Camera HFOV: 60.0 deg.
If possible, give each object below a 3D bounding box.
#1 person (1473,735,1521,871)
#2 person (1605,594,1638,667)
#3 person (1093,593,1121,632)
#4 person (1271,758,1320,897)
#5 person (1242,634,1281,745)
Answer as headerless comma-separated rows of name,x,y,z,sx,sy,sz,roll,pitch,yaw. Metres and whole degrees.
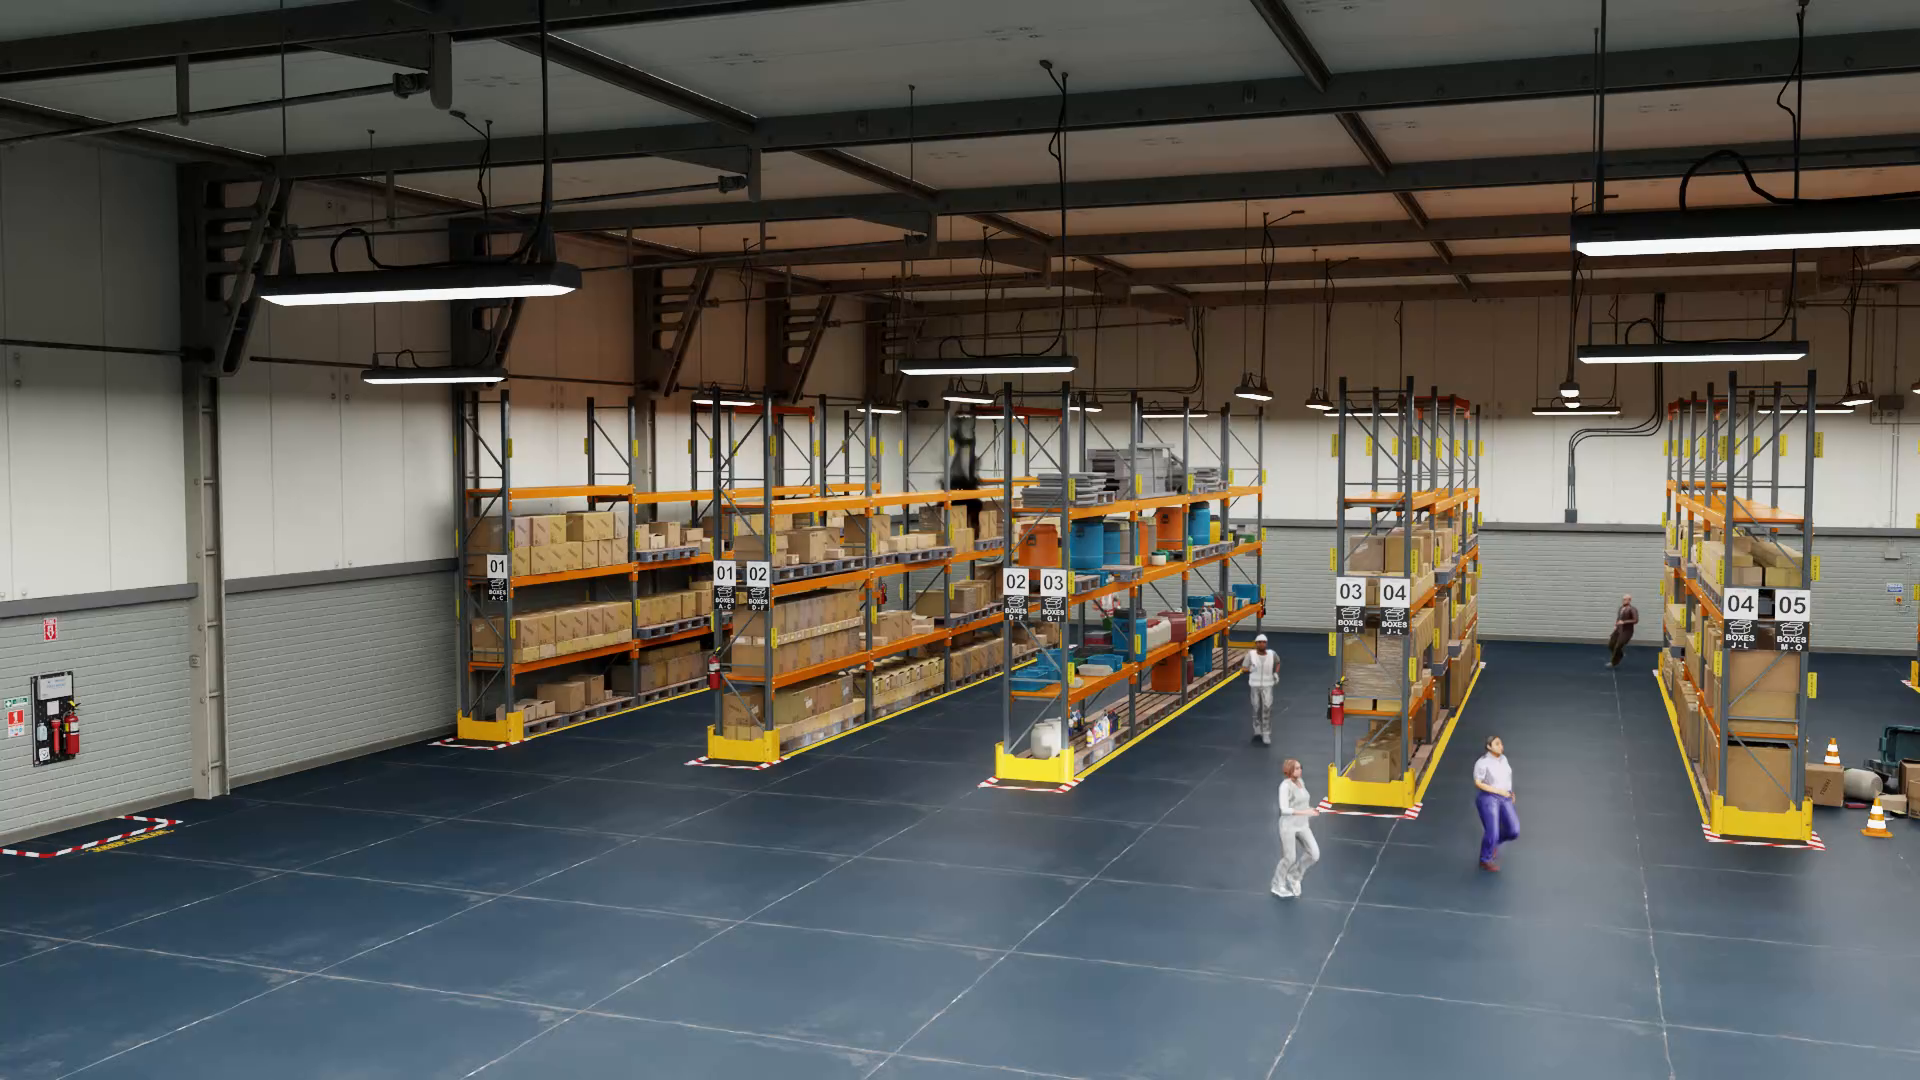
person,6.373,3.123,19.706,0.601,1.596,0.541,-2,4,-27
person,15.034,2.068,37.719,0.615,1.685,0.873,-1,3,-17
person,3.568,1.906,40.453,0.682,1.793,0.896,0,3,6
person,3.715,3.188,18.370,0.512,1.566,0.623,-3,4,-40
person,5.157,2.532,28.482,0.664,1.835,0.775,1,3,10
